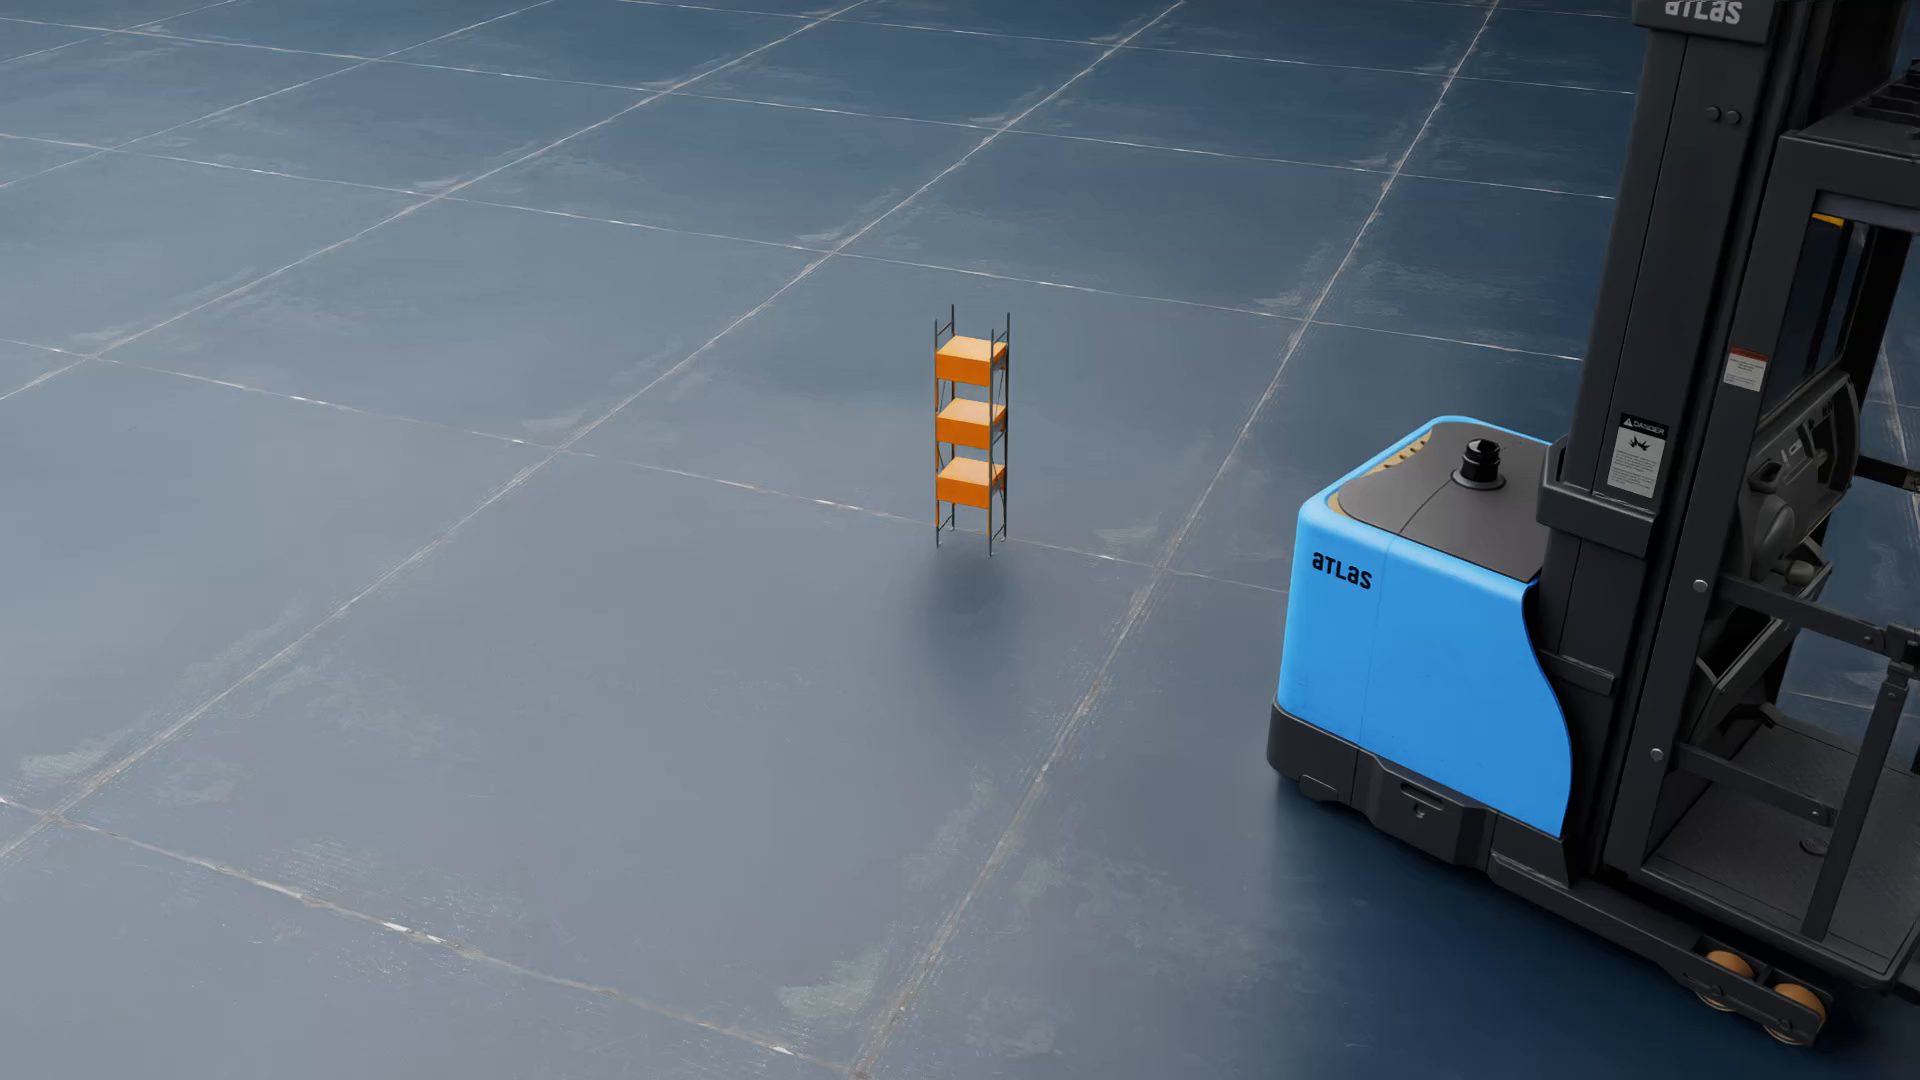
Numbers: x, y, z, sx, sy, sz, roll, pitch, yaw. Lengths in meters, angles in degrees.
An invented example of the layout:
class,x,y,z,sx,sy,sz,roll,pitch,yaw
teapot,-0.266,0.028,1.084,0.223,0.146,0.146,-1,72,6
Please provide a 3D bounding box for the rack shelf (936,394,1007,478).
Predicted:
class,x,y,z,sx,sy,sz,roll,pitch,yaw
rack shelf,0.050,-0.438,6.979,0.240,0.259,0.215,11,31,19

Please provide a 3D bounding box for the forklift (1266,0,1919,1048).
class,x,y,z,sx,sy,sz,roll,pitch,yaw
forklift,2.490,-0.139,4.517,3.031,2.935,1.130,24,37,36

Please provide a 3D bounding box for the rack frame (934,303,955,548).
class,x,y,z,sx,sy,sz,roll,pitch,yaw
rack frame,-0.063,-0.470,7.014,0.008,1.050,0.200,11,31,19

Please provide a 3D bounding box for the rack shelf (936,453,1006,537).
class,x,y,z,sx,sy,sz,roll,pitch,yaw
rack shelf,0.050,-0.196,7.116,0.240,0.259,0.215,11,31,19

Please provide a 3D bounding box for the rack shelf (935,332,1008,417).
class,x,y,z,sx,sy,sz,roll,pitch,yaw
rack shelf,0.050,-0.685,6.840,0.240,0.259,0.215,11,31,19

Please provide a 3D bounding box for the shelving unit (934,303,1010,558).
class,x,y,z,sx,sy,sz,roll,pitch,yaw
shelving unit,0.050,-0.447,6.974,0.252,1.050,0.215,11,31,19

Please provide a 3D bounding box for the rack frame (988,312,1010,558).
class,x,y,z,sx,sy,sz,roll,pitch,yaw
rack frame,0.163,-0.425,6.934,0.008,1.050,0.200,11,31,19
